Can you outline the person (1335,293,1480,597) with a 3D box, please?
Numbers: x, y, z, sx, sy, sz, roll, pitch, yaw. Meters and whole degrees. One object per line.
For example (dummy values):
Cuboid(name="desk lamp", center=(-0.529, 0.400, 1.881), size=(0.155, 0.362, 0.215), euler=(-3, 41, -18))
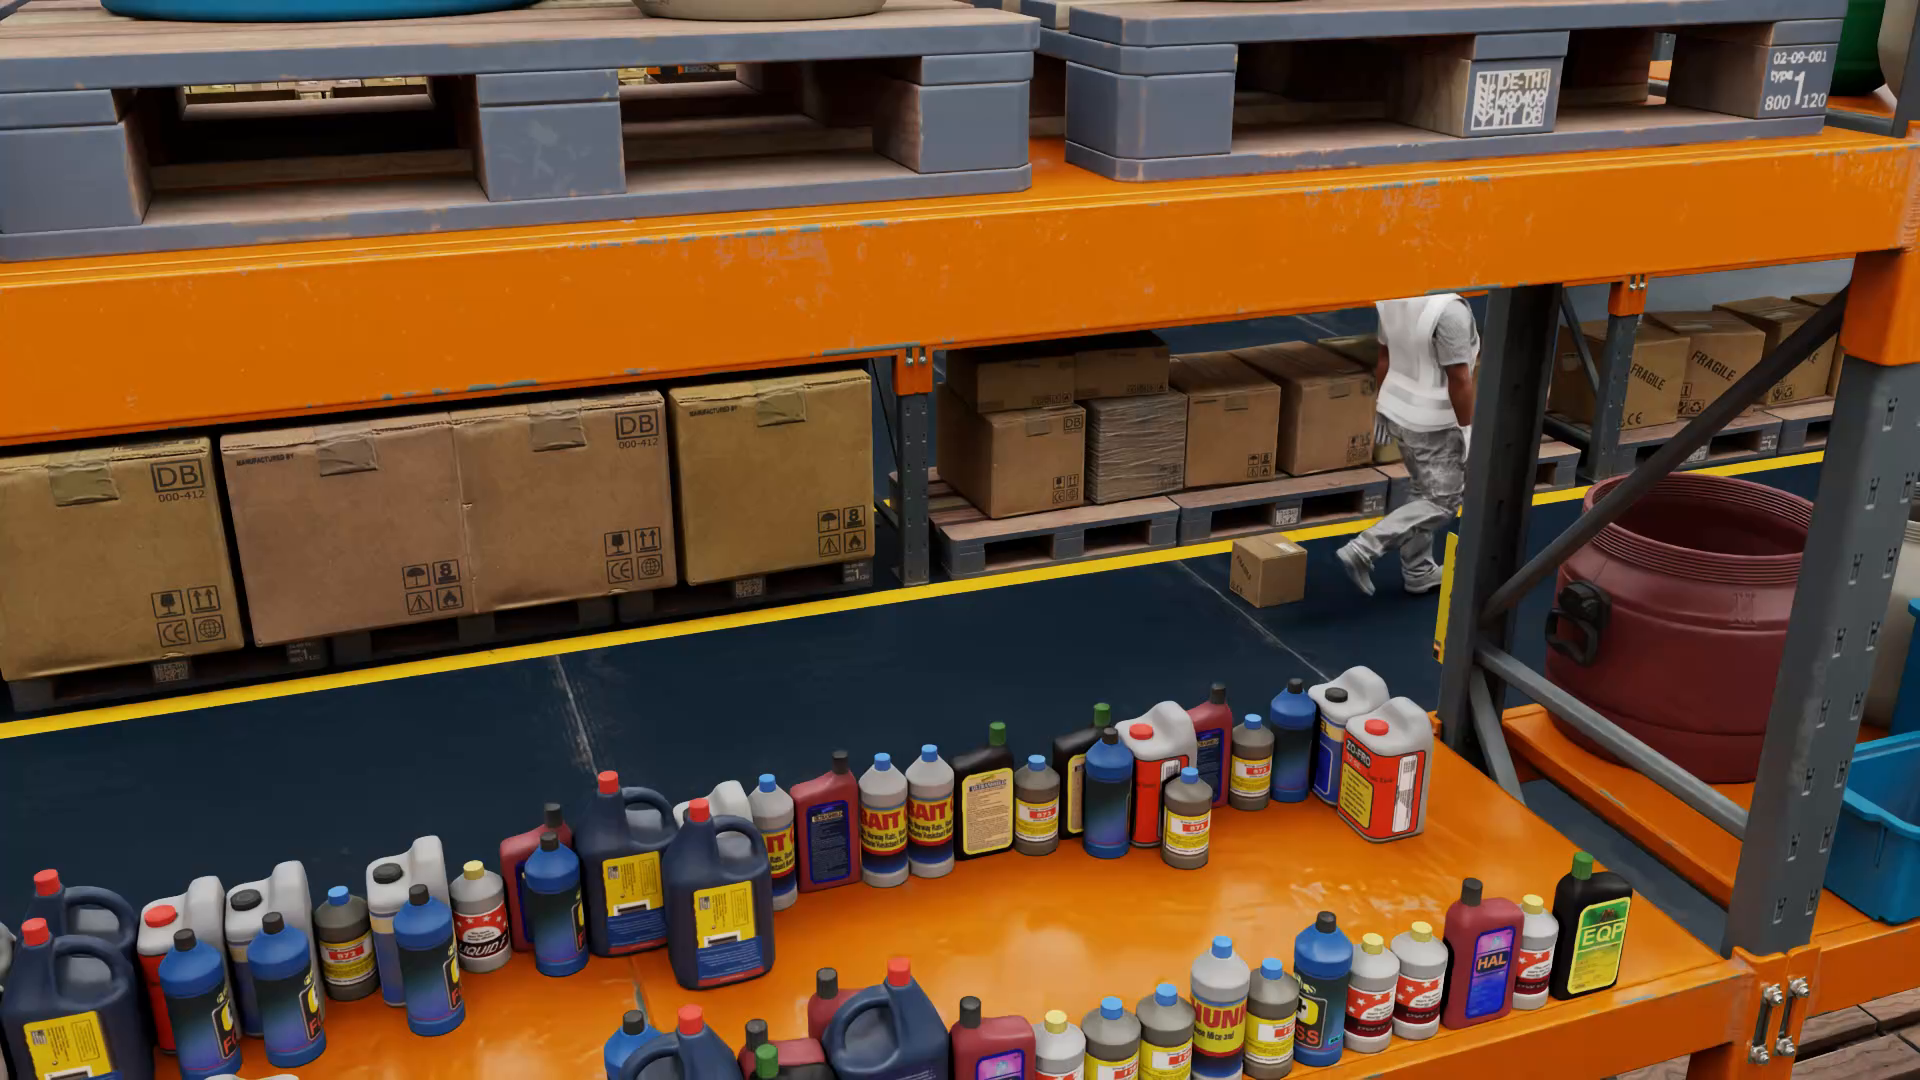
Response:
Cuboid(name="person", center=(2.028, -0.541, 7.347), size=(0.773, 1.763, 0.574), euler=(-8, 24, -19))
